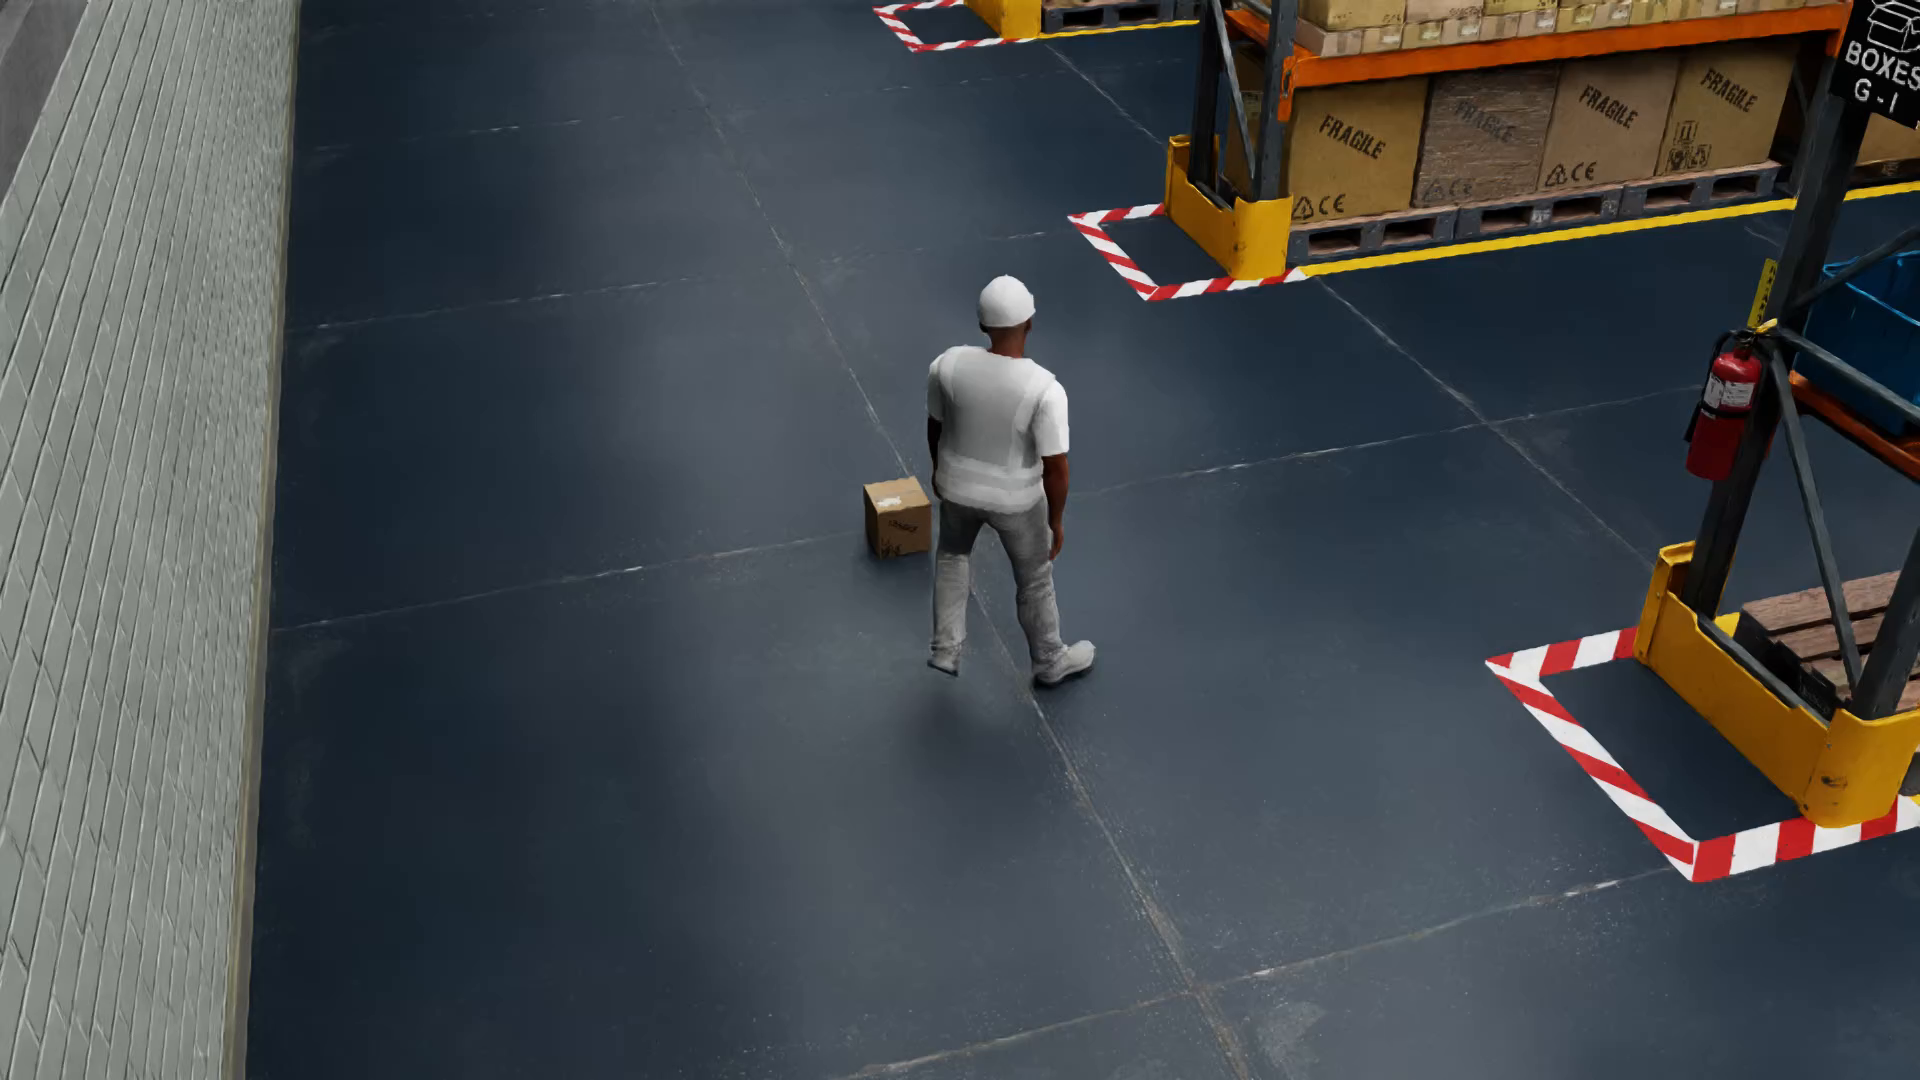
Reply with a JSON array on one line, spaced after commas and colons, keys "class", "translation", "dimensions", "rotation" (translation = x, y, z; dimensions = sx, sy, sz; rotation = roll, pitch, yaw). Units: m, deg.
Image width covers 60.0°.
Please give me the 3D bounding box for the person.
[{"class": "person", "translation": [0.160, -0.163, 6.336], "dimensions": [0.661, 1.761, 0.623], "rotation": [12, 36, 17]}]
